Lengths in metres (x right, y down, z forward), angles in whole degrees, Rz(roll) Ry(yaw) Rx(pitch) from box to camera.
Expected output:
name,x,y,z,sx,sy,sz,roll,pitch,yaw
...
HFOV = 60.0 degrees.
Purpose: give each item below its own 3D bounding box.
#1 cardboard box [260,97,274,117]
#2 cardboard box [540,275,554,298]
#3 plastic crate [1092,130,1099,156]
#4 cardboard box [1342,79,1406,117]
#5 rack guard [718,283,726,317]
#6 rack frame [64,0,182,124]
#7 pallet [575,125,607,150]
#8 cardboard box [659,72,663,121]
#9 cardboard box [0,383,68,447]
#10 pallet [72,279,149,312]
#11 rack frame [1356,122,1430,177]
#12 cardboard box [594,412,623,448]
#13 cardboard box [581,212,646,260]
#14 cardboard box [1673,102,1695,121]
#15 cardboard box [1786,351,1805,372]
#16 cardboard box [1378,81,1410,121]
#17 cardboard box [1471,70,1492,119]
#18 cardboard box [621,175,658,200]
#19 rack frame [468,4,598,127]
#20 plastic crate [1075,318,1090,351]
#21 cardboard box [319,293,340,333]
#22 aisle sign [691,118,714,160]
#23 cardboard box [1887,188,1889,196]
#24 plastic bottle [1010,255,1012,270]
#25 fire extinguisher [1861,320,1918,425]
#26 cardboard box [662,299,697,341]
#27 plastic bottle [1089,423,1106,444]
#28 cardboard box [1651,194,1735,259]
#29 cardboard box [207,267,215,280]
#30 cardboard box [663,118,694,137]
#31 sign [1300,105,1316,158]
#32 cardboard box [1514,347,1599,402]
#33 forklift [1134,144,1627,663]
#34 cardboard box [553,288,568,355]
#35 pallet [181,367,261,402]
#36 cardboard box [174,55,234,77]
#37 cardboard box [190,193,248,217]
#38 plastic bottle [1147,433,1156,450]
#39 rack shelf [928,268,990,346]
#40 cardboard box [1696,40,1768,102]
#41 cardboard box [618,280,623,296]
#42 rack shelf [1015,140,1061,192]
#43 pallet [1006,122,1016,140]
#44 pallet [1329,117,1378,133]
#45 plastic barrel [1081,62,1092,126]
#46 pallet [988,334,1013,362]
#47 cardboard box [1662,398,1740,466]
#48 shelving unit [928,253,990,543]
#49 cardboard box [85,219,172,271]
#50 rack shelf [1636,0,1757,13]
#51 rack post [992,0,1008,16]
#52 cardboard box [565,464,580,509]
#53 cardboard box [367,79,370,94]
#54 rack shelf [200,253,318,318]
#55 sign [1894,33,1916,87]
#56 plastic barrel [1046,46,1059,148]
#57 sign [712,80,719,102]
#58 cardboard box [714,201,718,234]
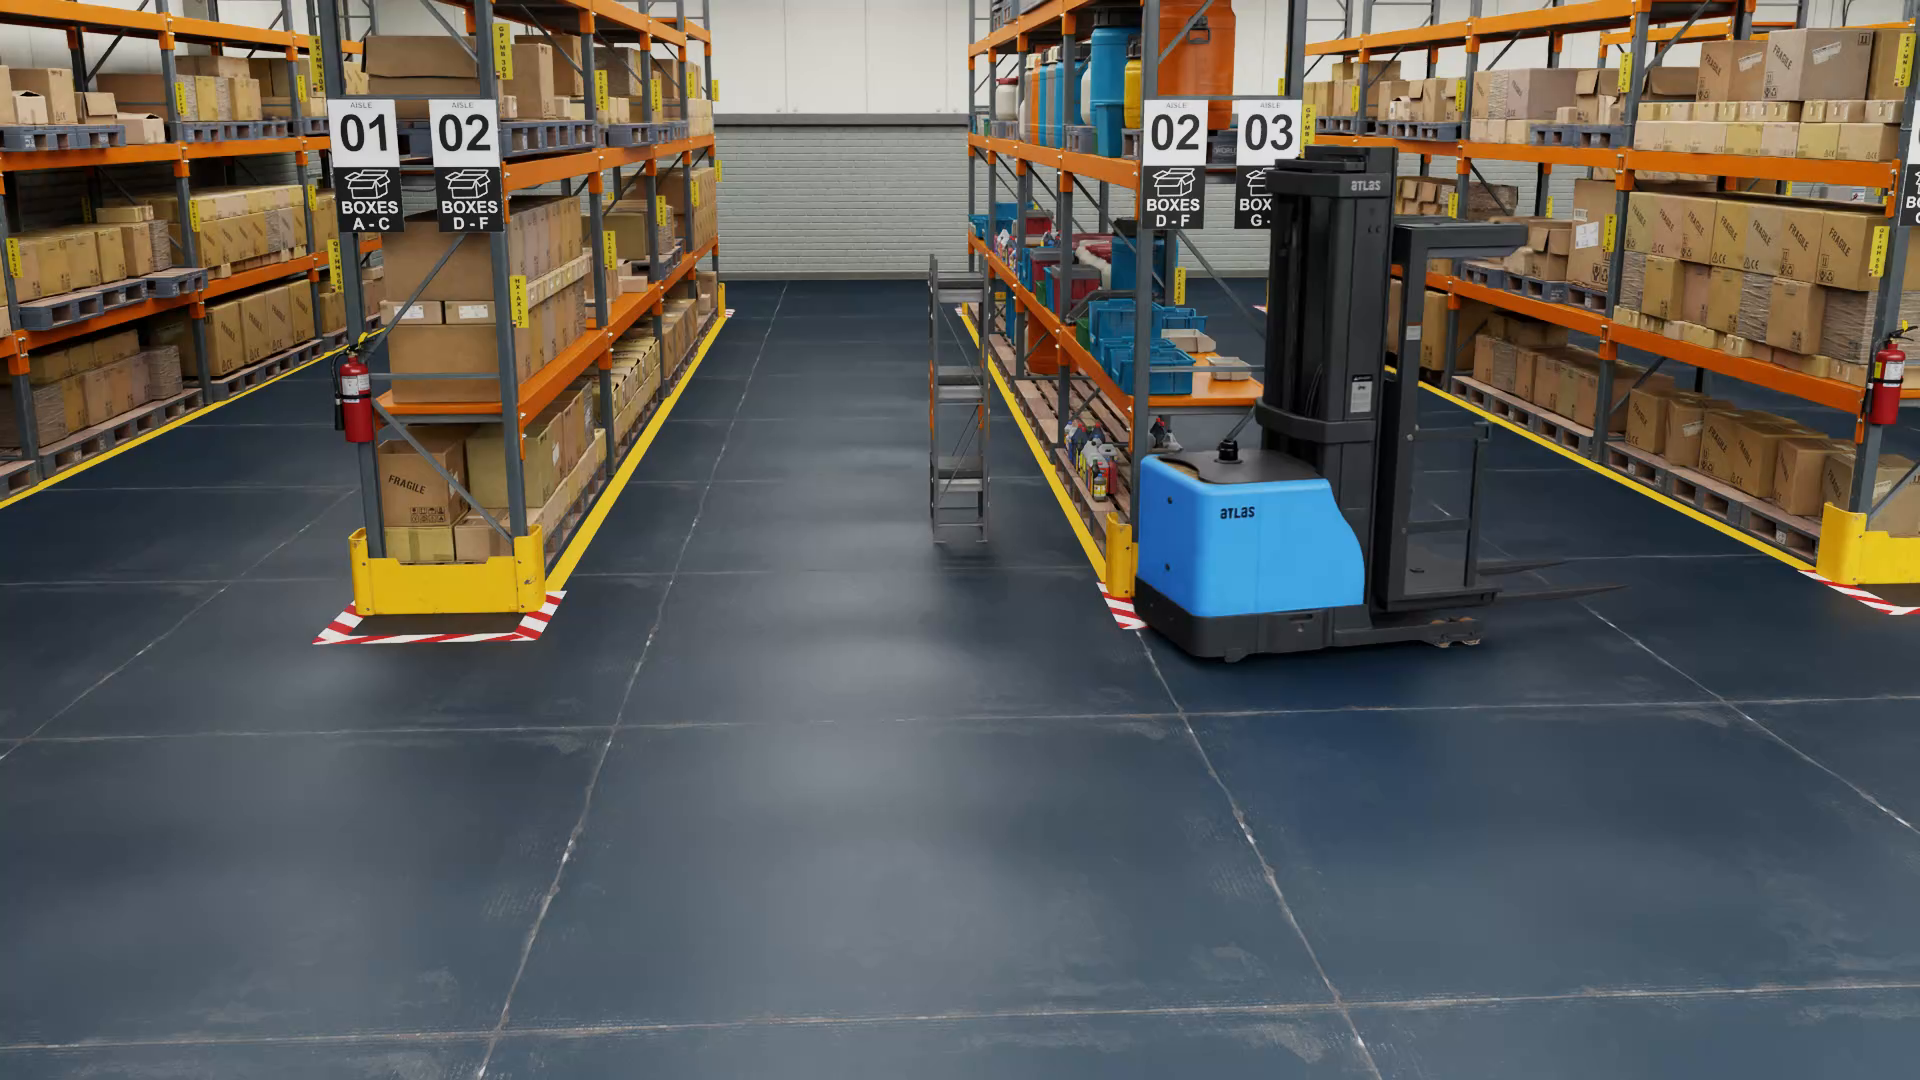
name,x,y,z,sx,sy,sz,roll,pitch,yaw
cardboard box,-9.278,-5.733,22.025,0.500,0.250,0.500,-1,14,-3
cardboard box,-3.217,-1.873,12.283,0.380,0.149,0.250,-1,14,-3
plastic crate,1.209,-3.051,12.770,0.336,0.188,0.450,-1,14,-3
cardboard box,5.722,-6.110,22.990,0.700,0.500,0.500,-2,15,-7
rack guard,-4.300,-3.777,26.202,1.175,0.500,0.348,-1,14,-3
rack frame,-8.753,-5.845,17.183,1.000,3.000,0.127,-1,14,-3
pallet,-3.629,-3.601,14.867,0.805,0.209,1.217,-1,15,-6
cardboard box,-4.099,-5.638,21.156,0.600,0.600,0.600,-2,15,-9
cardboard box,-8.568,-1.130,15.031,0.700,0.500,0.500,0,14,-2
pallet,-8.590,-2.355,16.044,1.003,0.211,1.213,-1,14,-3
rack frame,5.830,-4.164,22.689,1.000,3.000,0.127,-1,14,-3
cardboard box,-3.339,-0.998,15.060,0.500,0.250,0.500,-1,14,-5
cardboard box,-3.961,-3.423,18.769,0.700,0.500,0.500,-6,16,-22
cardboard box,6.119,-3.528,13.701,0.380,0.149,0.250,-1,14,-3
cardboard box,6.268,-1.311,12.107,0.380,0.149,0.250,-1,14,-3
cardboard box,5.876,-5.724,21.690,0.700,0.500,0.500,-1,14,-2
cardboard box,5.851,-4.791,17.904,0.500,0.500,0.500,-1,14,-3
cardboard box,-4.347,-4.666,22.434,0.500,0.500,0.500,-1,14,-3
rack frame,-3.561,-4.927,13.618,1.000,3.000,0.127,-1,14,-3
plastic crate,1.185,-1.653,13.356,0.450,0.188,0.662,-1,14,-3
cardboard box,-8.945,-3.115,22.785,0.700,0.500,0.500,-1,14,-3
aisle sign,-4.003,-6.287,25.725,0.394,0.787,0.004,-1,14,-3
cardboard box,15.219,-5.720,26.532,0.500,0.500,0.500,-1,14,-5
plastic bottle,0.644,-3.322,19.816,0.097,0.201,0.097,0,14,0
fire extinguisher,6.121,-1.106,10.961,0.296,0.674,0.183,-1,14,-3
cardboard box,-3.741,-2.896,21.895,0.500,0.500,0.500,-1,14,-4
plastic bottle,1.162,-0.823,14.137,0.144,0.351,0.185,-1,14,-3
cardboard box,6.133,-2.610,13.848,0.500,0.500,0.500,-1,14,-3
cardboard box,-8.549,-2.976,18.536,0.380,0.149,0.250,-1,14,-3
cardboard box,-3.840,-5.516,22.228,0.500,0.250,0.500,-1,14,-3
sign,2.180,-2.567,10.446,0.100,0.325,0.005,-1,14,-3
cardboard box,6.229,-1.726,17.350,0.700,0.500,0.500,0,14,1
forklift,2.672,-0.893,10.114,3.031,2.935,1.130,-4,15,-15
cardboard box,-3.461,-1.704,12.930,0.700,0.500,0.500,-1,14,-3
pallet,-8.727,-1.786,19.045,1.003,0.211,1.213,-1,14,-3
cardboard box,-9.028,-5.654,19.871,0.500,0.250,0.500,-1,14,-5
cardboard box,-8.593,-3.880,19.242,0.500,0.250,0.500,-1,14,-3
plastic bottle,1.576,-0.779,14.119,0.152,0.276,0.135,-1,14,-3
rack shelf,-0.010,-1.723,12.254,0.431,0.518,0.480,-1,14,-3
cardboard box,6.608,-3.953,14.051,0.500,0.500,0.500,-1,14,-5
cardboard box,-3.674,-2.579,17.034,0.380,0.149,0.250,0,14,1
rack shelf,1.259,-3.699,16.308,1.077,0.370,4.000,-1,14,-3
pallet,1.106,-4.973,20.193,1.003,0.211,1.213,-1,14,-3
pallet,5.790,-5.777,23.117,1.003,0.211,1.213,-1,14,-3
plastic barrel,1.213,-3.698,13.791,0.421,0.512,0.421,0,14,0
pallet,0.893,-2.544,21.991,1.003,0.211,1.213,-1,14,-3
cardboard box,6.354,-0.924,14.273,0.500,0.500,0.500,4,15,14
shelving unit,-0.010,-1.058,12.425,0.431,2.100,0.503,-1,14,-3
cardboard box,-8.714,-3.084,17.410,0.700,0.500,0.500,-3,15,-10
rack shelf,6.450,-4.232,12.365,1.077,0.370,4.000,-1,14,-3
rack post,0.908,-6.746,20.837,0.937,0.300,0.954,-1,14,-4
cardboard box,-3.216,-0.409,12.771,0.500,0.250,0.500,-1,14,-3
cardboard box,-3.648,-2.961,11.171,0.500,0.250,0.500,-1,14,-3
rack shelf,-8.877,-3.088,19.954,1.077,0.370,4.000,-1,14,-3
sign,6.019,-3.057,10.591,0.100,0.325,0.005,-1,14,-3
plastic barrel,1.094,-4.079,15.333,0.600,0.901,0.600,0,14,0
sign,-3.750,-6.891,25.494,0.100,0.325,0.005,-1,14,-3
cardboard box,-4.006,-4.948,25.535,0.500,0.500,0.500,0,14,-2
